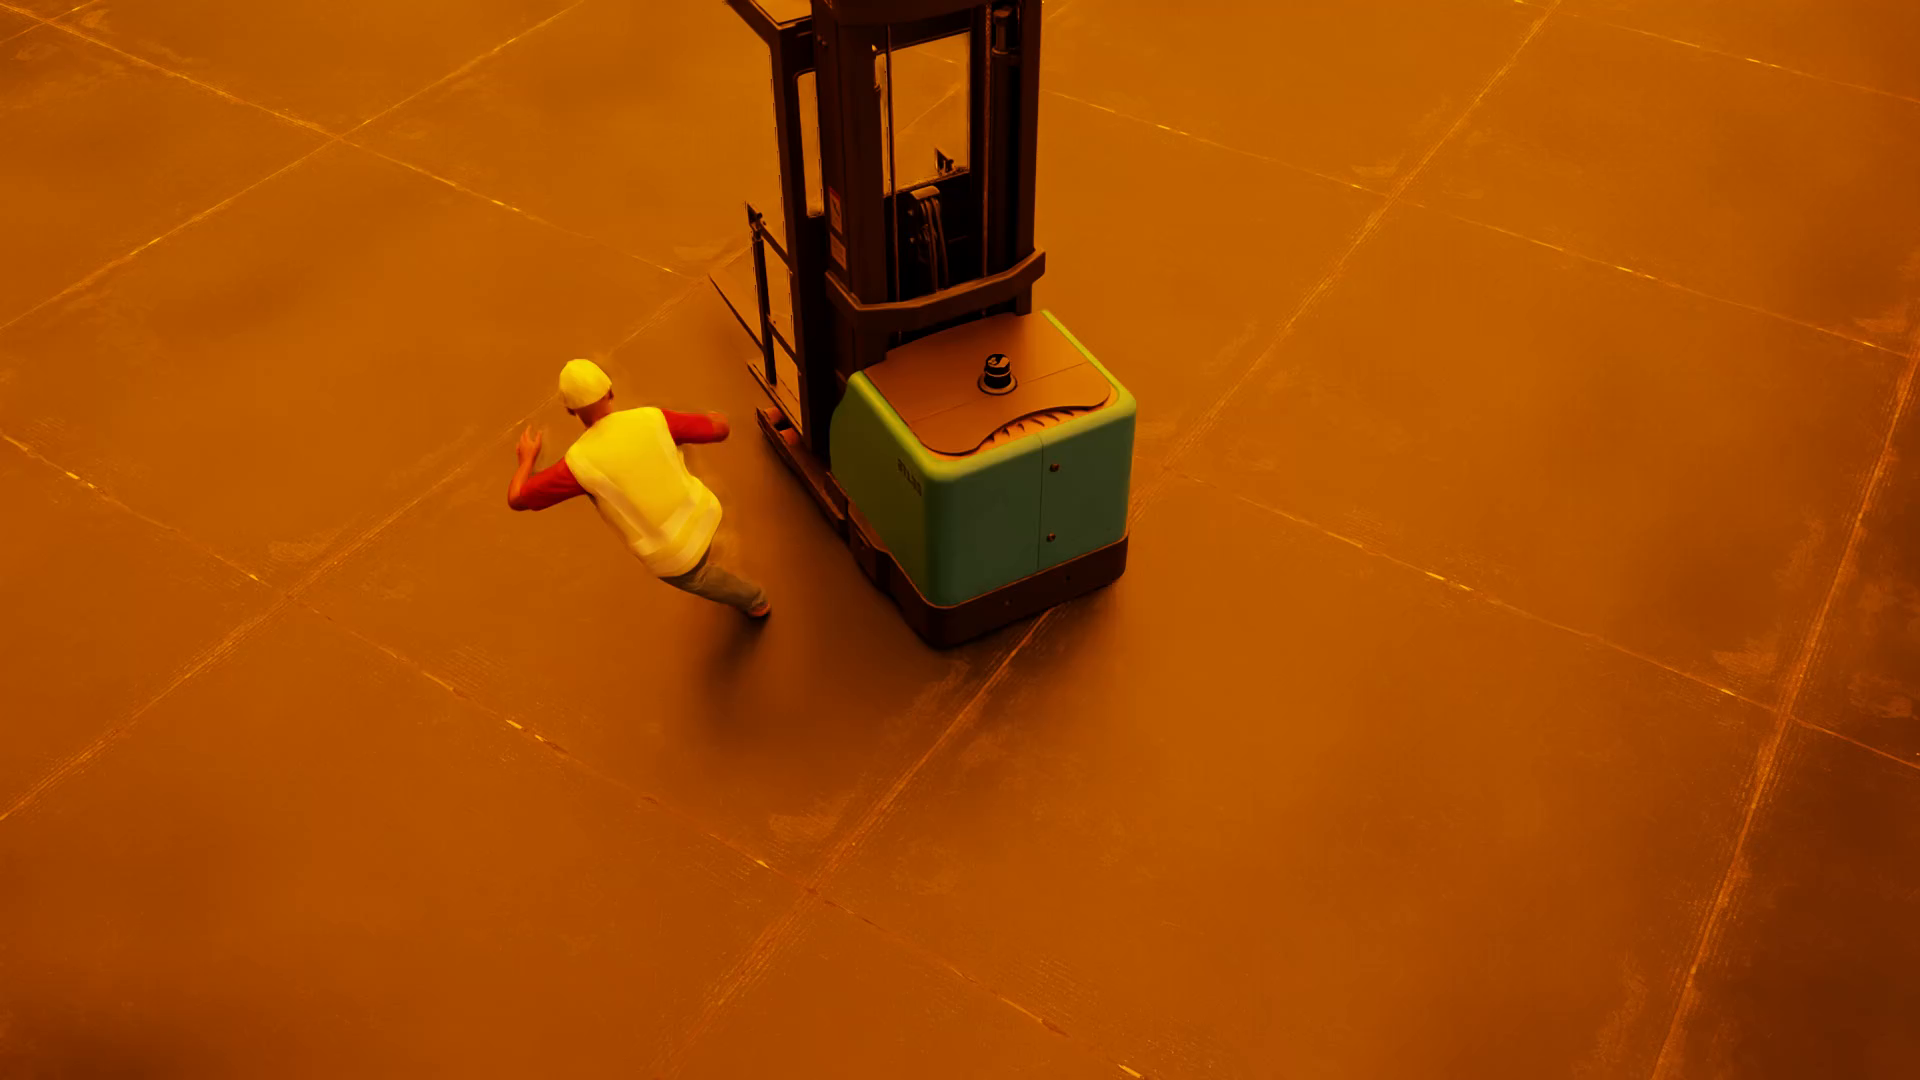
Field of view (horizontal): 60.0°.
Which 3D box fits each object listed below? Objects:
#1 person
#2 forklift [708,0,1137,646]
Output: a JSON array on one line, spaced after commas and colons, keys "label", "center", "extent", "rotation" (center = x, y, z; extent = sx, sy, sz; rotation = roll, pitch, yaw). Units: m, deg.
[{"label": "person", "center": [-1.350, -0.181, 7.068], "extent": [0.901, 1.512, 1.030], "rotation": [24, 48, 23]}, {"label": "forklift", "center": [-0.378, -1.601, 7.538], "extent": [1.130, 2.935, 3.031], "rotation": [-21, 47, -20]}]
